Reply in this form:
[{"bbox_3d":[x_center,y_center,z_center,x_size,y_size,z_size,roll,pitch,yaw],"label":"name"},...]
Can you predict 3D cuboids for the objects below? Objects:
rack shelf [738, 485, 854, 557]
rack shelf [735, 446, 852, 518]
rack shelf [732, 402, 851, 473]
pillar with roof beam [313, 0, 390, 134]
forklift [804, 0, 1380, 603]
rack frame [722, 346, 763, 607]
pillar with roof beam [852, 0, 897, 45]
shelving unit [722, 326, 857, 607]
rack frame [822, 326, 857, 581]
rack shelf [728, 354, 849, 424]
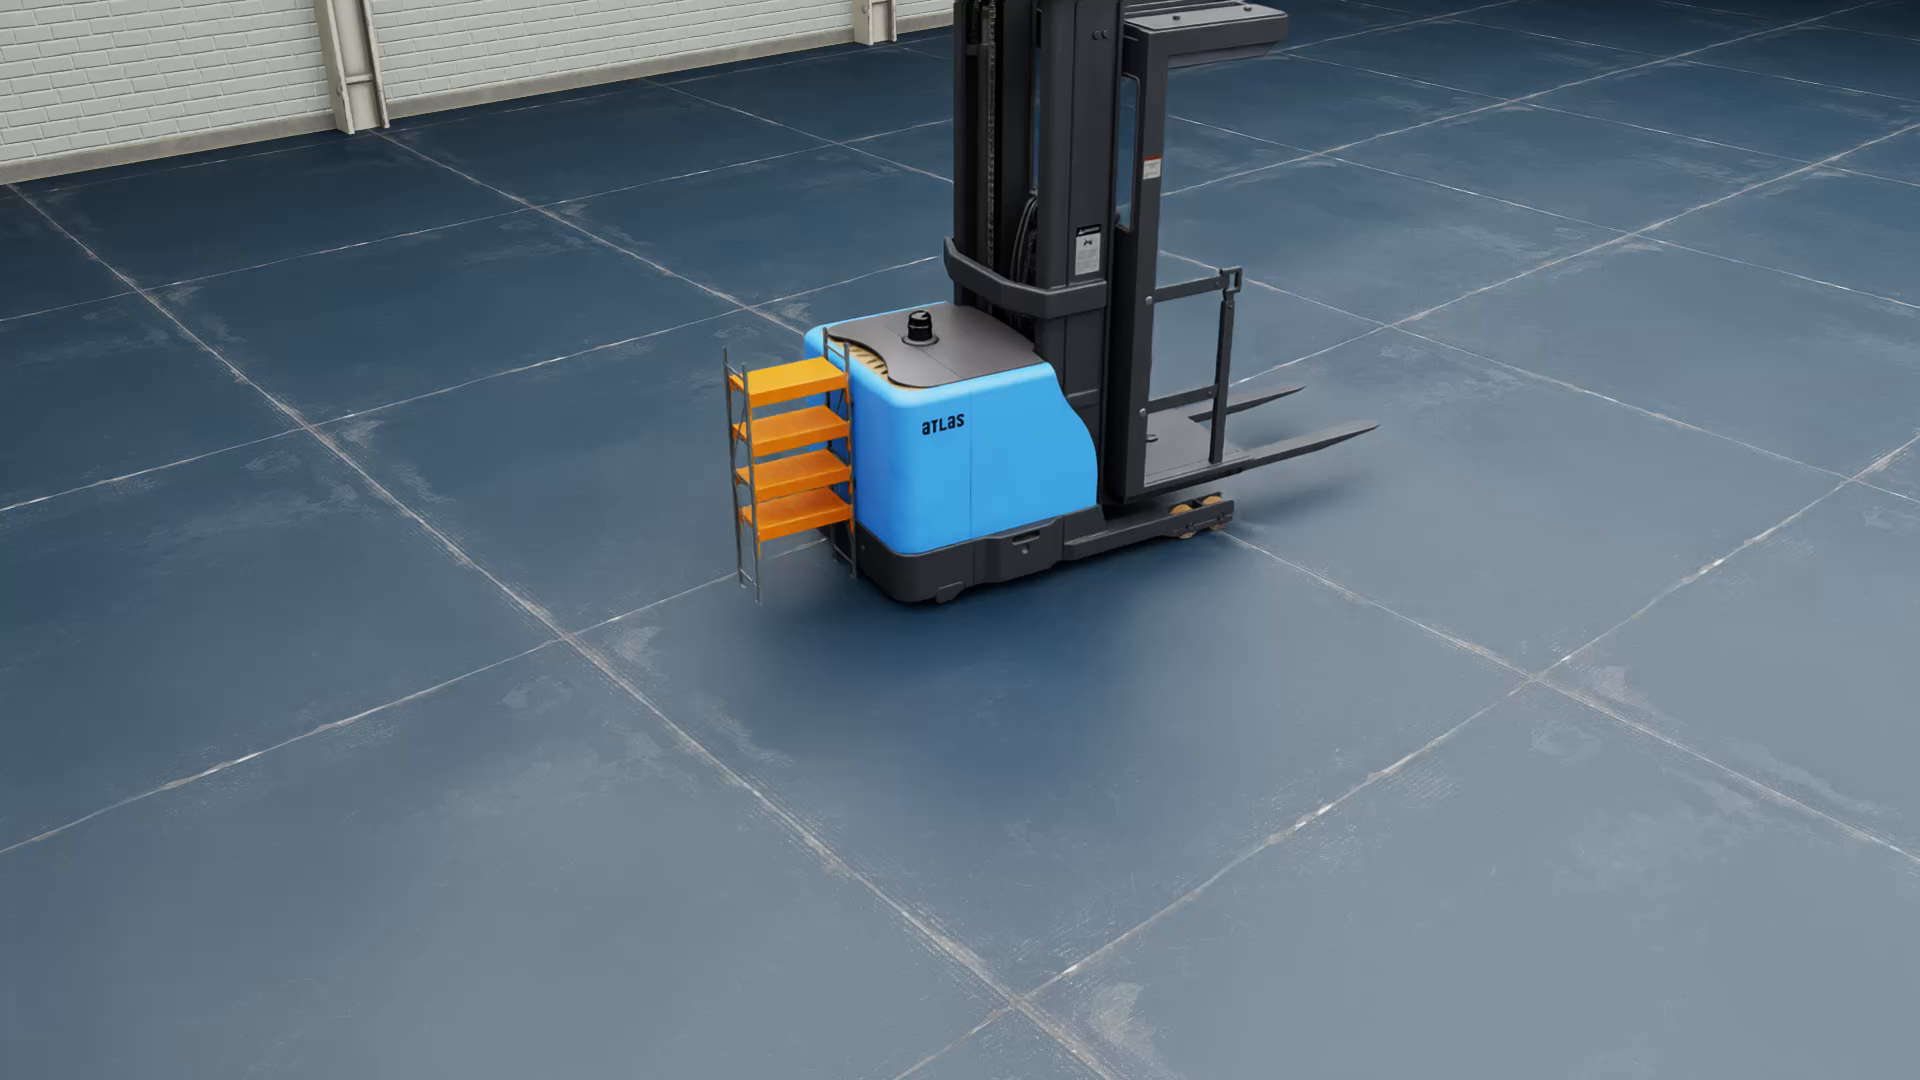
[{"bbox_3d":[-0.766,-0.094,7.716,0.480,0.148,0.258,-15,32,-26],"label":"rack shelf"},{"bbox_3d":[-0.766,-0.269,7.623,0.480,0.148,0.258,-15,32,-26],"label":"rack shelf"},{"bbox_3d":[-0.766,-0.466,7.517,0.480,0.148,0.258,-15,32,-26],"label":"rack shelf"},{"bbox_3d":[-2.735,-6.246,10.391,0.400,9.000,9.100,-22,35,-35],"label":"pillar with roof beam"},{"bbox_3d":[0.784,-1.498,7.944,3.031,2.935,1.130,-15,32,-26],"label":"forklift"},{"bbox_3d":[-0.977,-0.271,7.483,0.015,1.200,0.240,-15,32,-26],"label":"rack frame"},{"bbox_3d":[1.829,-8.082,13.825,0.400,9.000,9.100,-22,35,-35],"label":"pillar with roof beam"},{"bbox_3d":[-0.766,-0.328,7.591,0.503,1.200,0.258,-15,32,-26],"label":"shelving unit"},{"bbox_3d":[-0.555,-0.386,7.699,0.015,1.200,0.240,-15,32,-26],"label":"rack frame"},{"bbox_3d":[-0.766,-0.675,7.406,0.480,0.148,0.258,-15,32,-26],"label":"rack shelf"}]
